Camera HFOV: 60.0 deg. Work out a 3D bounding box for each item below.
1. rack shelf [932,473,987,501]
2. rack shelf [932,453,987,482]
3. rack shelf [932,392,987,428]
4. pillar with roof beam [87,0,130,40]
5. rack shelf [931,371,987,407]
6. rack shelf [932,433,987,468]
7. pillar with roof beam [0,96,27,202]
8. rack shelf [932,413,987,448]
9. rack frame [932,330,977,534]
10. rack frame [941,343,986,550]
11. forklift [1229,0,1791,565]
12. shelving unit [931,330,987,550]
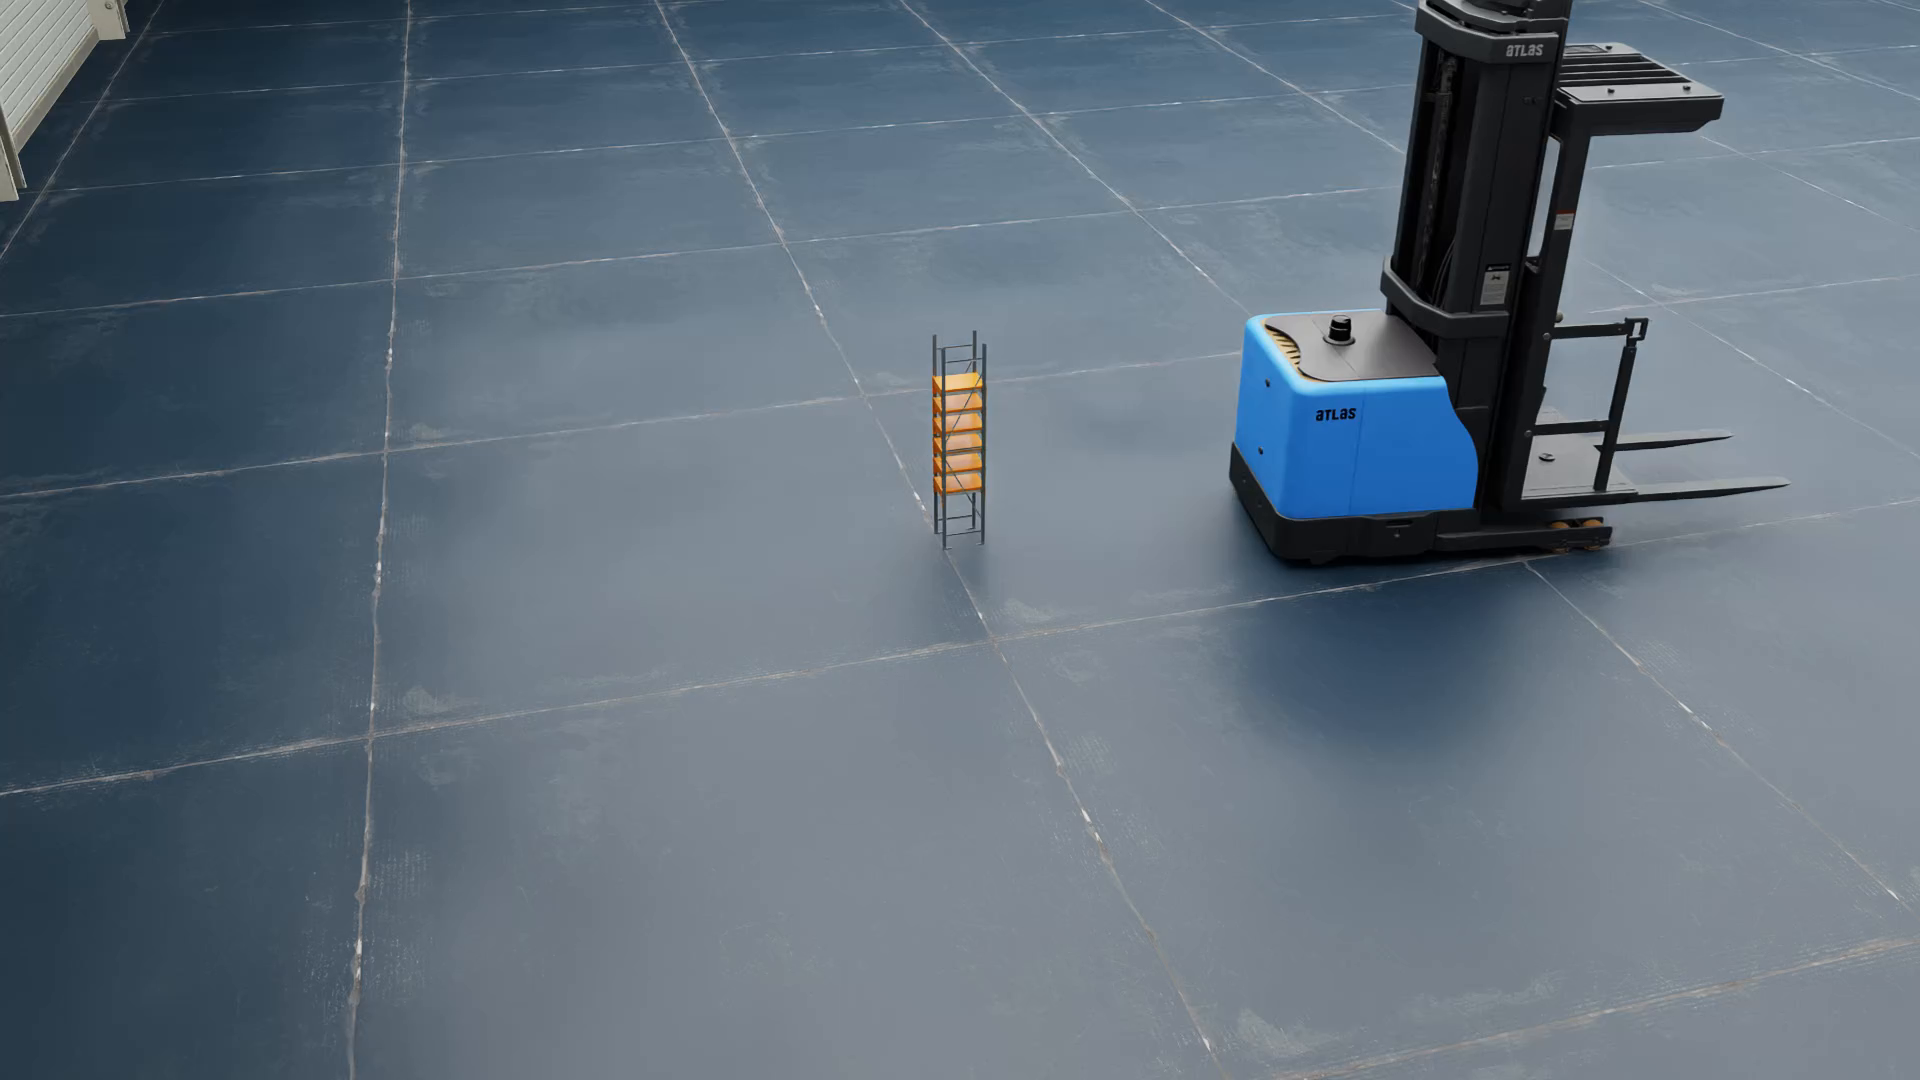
[{"bbox_3d":[-0.004,-0.280,9.104,0.258,0.103,0.180,-8,31,-13],"label":"rack shelf"},{"bbox_3d":[-0.004,-0.384,9.044,0.258,0.103,0.180,-8,31,-13],"label":"rack shelf"},{"bbox_3d":[-0.004,-0.696,8.864,0.258,0.103,0.180,-8,31,-13],"label":"rack shelf"},{"bbox_3d":[-5.747,-10.361,18.168,9.100,9.000,0.400,-8,31,-13],"label":"pillar with roof beam"},{"bbox_3d":[-0.004,-0.799,8.803,0.258,0.103,0.180,-8,31,-13],"label":"rack shelf"},{"bbox_3d":[-0.004,-0.488,8.984,0.258,0.103,0.180,-8,31,-13],"label":"rack shelf"},{"bbox_3d":[-4.154,-7.463,13.161,9.100,9.000,0.400,-8,31,-13],"label":"pillar with roof beam"},{"bbox_3d":[-0.004,-0.592,8.924,0.258,0.103,0.180,-8,31,-13],"label":"rack shelf"},{"bbox_3d":[-0.028,-0.570,9.038,0.240,1.200,0.006,-8,31,-13],"label":"rack frame"},{"bbox_3d":[0.020,-0.482,8.885,0.240,1.200,0.006,-8,31,-13],"label":"rack frame"},{"bbox_3d":[3.133,-1.457,8.841,3.031,2.935,1.130,-4,30,-7],"label":"forklift"},{"bbox_3d":[-0.004,-0.526,8.962,0.258,1.200,0.189,-8,31,-13],"label":"shelving unit"}]
